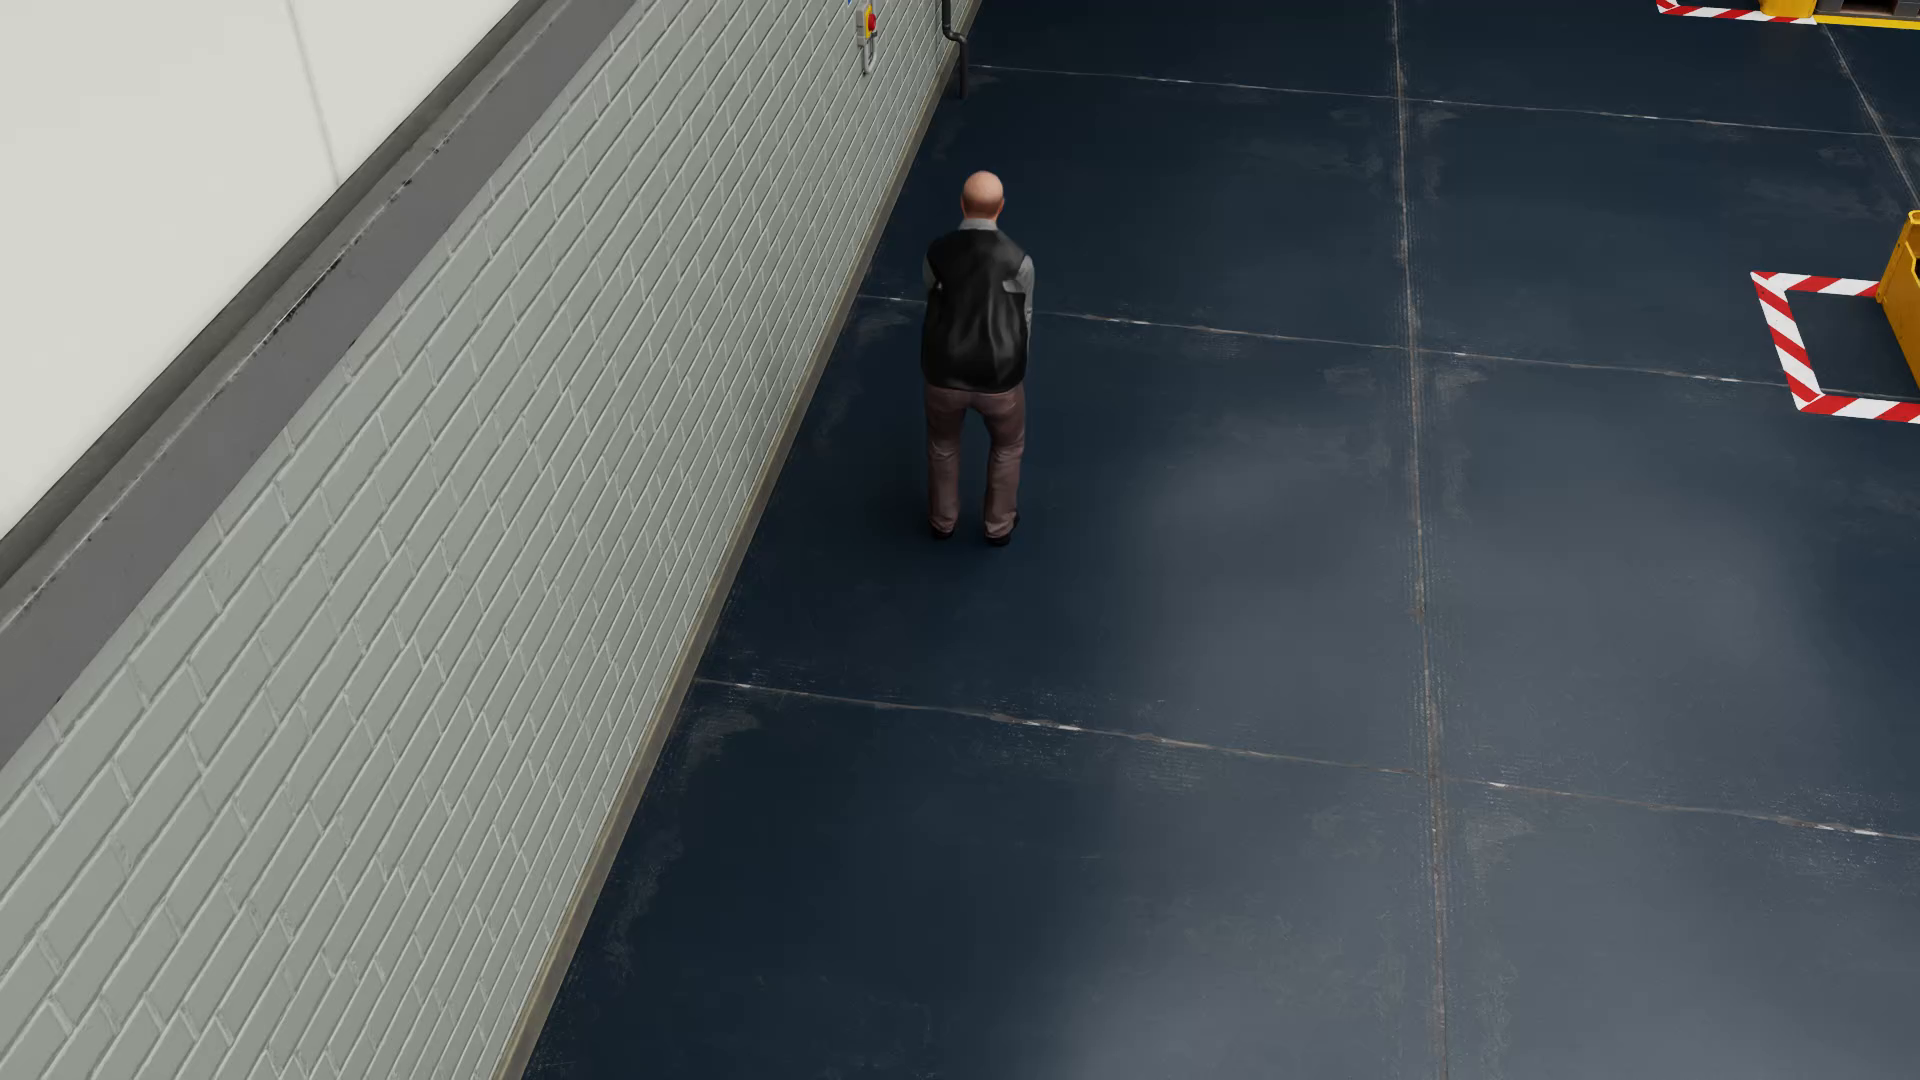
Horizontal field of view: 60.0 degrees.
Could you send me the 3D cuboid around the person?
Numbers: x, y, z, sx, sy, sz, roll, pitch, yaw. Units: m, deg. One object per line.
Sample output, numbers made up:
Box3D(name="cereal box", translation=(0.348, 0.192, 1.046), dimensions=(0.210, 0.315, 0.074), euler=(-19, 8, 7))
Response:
Box3D(name="person", translation=(0.064, -0.740, 7.136), dimensions=(0.473, 1.616, 0.644), euler=(6, 41, 7))
